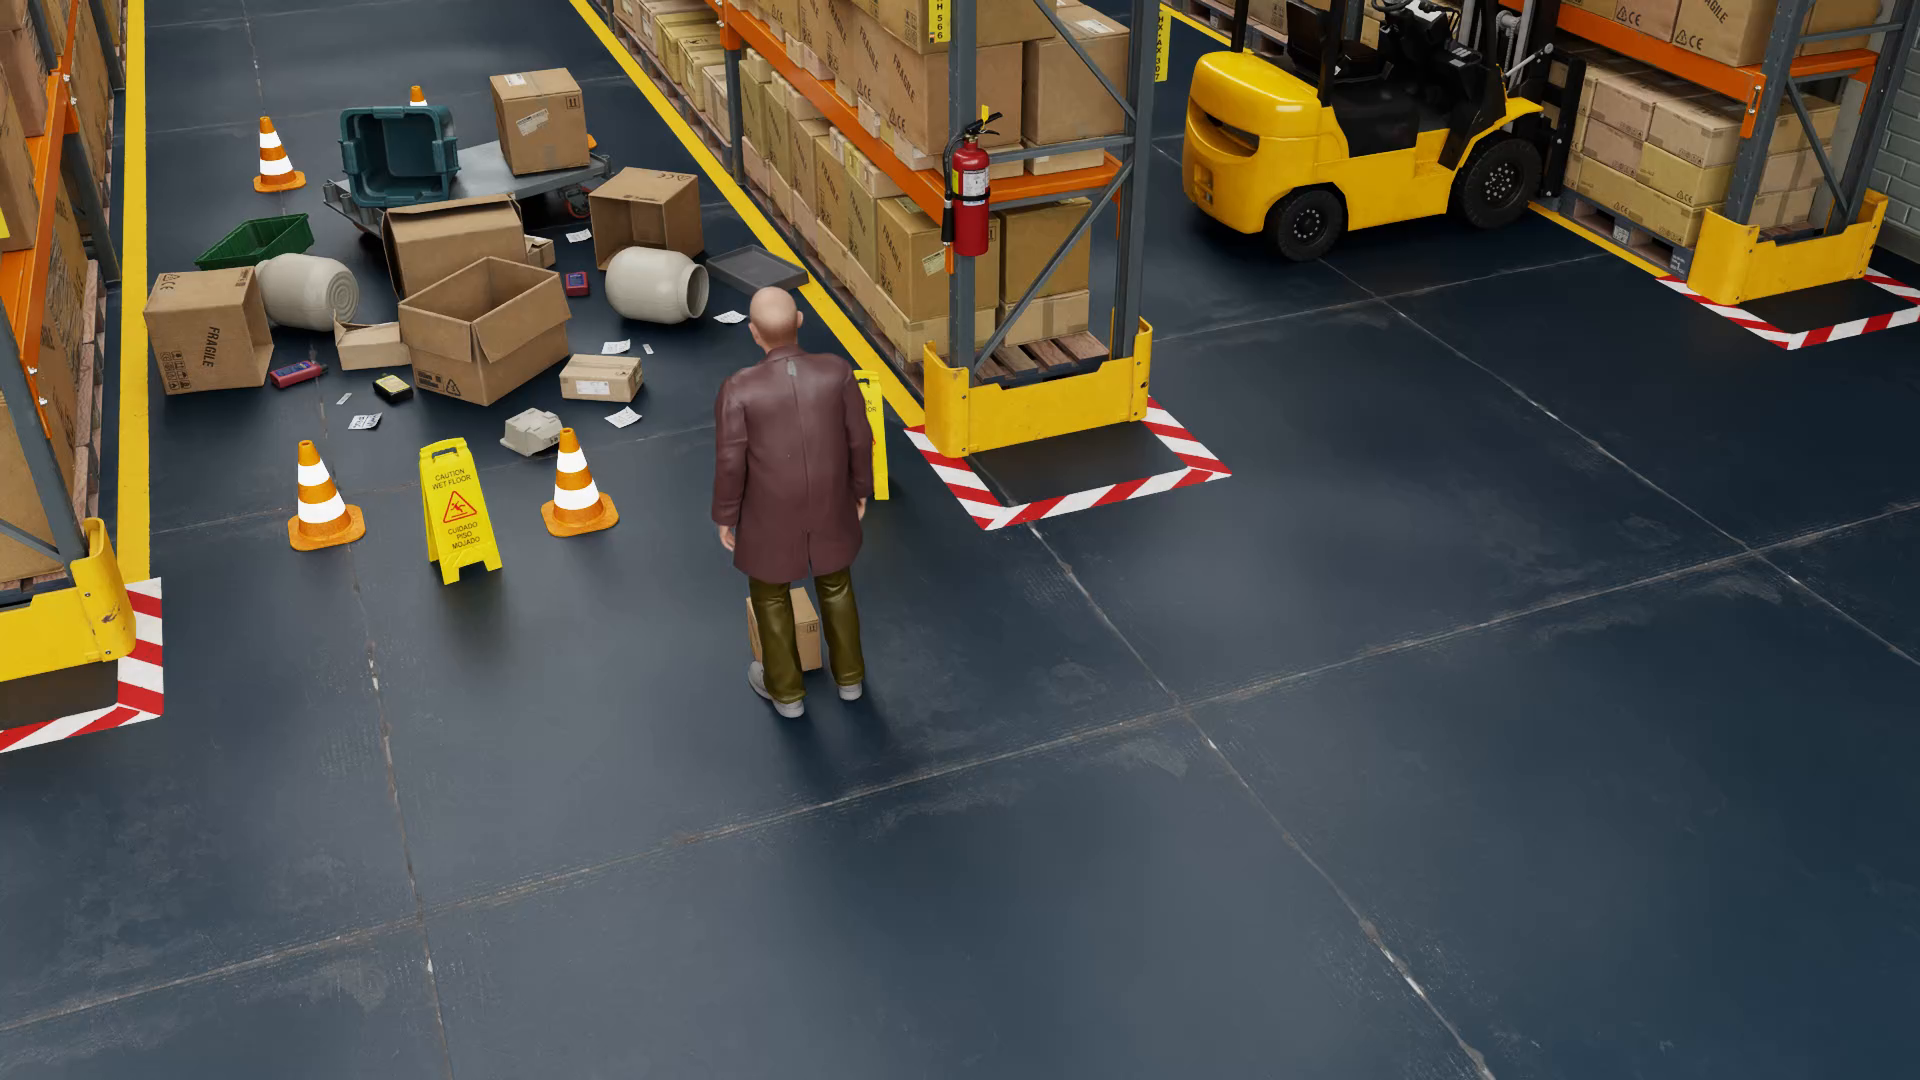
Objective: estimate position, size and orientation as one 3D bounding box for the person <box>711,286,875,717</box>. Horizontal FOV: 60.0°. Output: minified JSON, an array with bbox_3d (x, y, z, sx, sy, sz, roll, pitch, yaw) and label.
[{"bbox_3d":[-0.630,-0.127,6.349,0.644,1.774,0.427,-13,35,-19],"label":"person"}]
